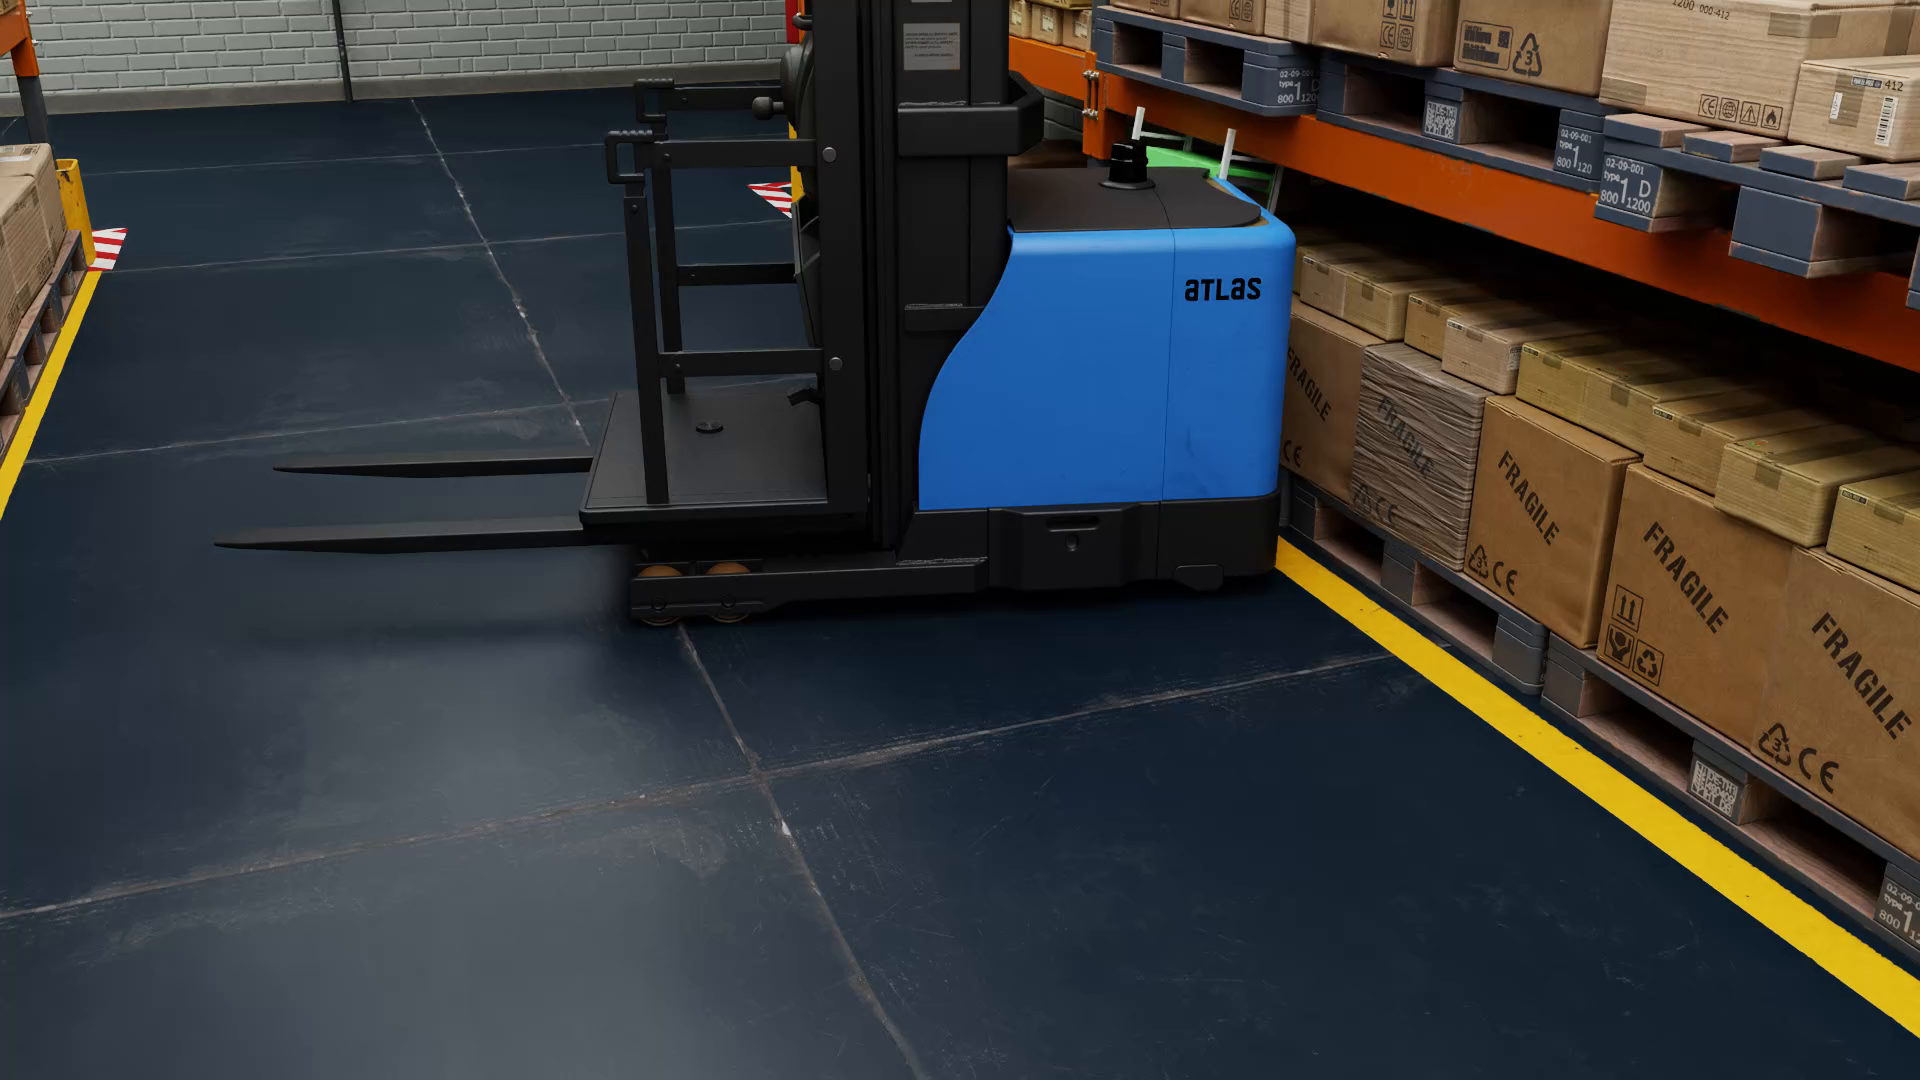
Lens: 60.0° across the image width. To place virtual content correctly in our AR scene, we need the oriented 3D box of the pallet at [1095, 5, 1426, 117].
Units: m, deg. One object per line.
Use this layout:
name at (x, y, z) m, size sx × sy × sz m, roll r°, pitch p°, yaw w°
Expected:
pallet at (1.145, -1.602, 5.435) m, size 1.003 × 0.211 × 1.213 m, roll -8°, pitch 24°, yaw -19°

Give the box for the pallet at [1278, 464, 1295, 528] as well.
pallet at (1.288, -0.420, 5.975) m, size 1.003 × 0.211 × 1.213 m, roll -8°, pitch 24°, yaw -19°

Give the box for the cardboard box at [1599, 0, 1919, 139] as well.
cardboard box at (1.703, -1.005, 3.426) m, size 0.500 × 0.250 × 0.500 m, roll -10°, pitch 25°, yaw -21°

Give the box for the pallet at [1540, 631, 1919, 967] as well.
pallet at (2.150, 0.466, 3.872) m, size 1.003 × 0.211 × 1.213 m, roll -8°, pitch 24°, yaw -19°

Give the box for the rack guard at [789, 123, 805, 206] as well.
rack guard at (-0.421, -2.269, 9.991) m, size 1.175 × 0.500 × 0.348 m, roll -8°, pitch 24°, yaw -19°

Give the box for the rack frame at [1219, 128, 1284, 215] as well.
rack frame at (0.835, -0.699, 5.338) m, size 0.240 × 1.200 × 0.015 m, roll -2°, pitch 21°, yaw -31°

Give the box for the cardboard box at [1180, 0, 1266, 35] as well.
cardboard box at (1.110, -1.840, 5.085) m, size 0.700 × 0.500 × 0.500 m, roll -8°, pitch 24°, yaw -18°

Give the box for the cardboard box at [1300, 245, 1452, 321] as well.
cardboard box at (1.277, -0.794, 5.114) m, size 0.380 × 0.149 × 0.250 m, roll -8°, pitch 24°, yaw -19°

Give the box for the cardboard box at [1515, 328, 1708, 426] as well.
cardboard box at (1.650, -0.417, 4.219) m, size 0.380 × 0.149 × 0.250 m, roll -9°, pitch 24°, yaw -20°

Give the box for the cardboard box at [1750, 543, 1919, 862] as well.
cardboard box at (2.028, 0.292, 3.373) m, size 0.500 × 0.500 × 0.500 m, roll -8°, pitch 24°, yaw -17°

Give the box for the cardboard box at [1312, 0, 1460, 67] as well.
cardboard box at (1.387, -1.555, 4.409) m, size 0.700 × 0.500 × 0.500 m, roll -8°, pitch 24°, yaw -19°

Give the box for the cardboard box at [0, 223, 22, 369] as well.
cardboard box at (-4.115, -0.894, 6.267) m, size 0.875 × 0.438 × 0.875 m, roll -9°, pitch 25°, yaw -21°

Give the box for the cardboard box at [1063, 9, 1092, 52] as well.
cardboard box at (0.616, -1.961, 6.364) m, size 0.380 × 0.149 × 0.250 m, roll -8°, pitch 24°, yaw -18°

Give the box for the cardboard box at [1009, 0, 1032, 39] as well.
cardboard box at (0.390, -2.144, 6.797) m, size 0.380 × 0.149 × 0.250 m, roll -8°, pitch 24°, yaw -18°

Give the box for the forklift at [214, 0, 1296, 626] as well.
forklift at (-0.619, -1.325, 4.620) m, size 3.031 × 2.935 × 1.130 m, roll -2°, pitch 23°, yaw -6°

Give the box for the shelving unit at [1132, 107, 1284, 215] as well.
shelving unit at (0.717, -0.784, 5.534) m, size 0.258 × 1.200 × 0.503 m, roll -2°, pitch 21°, yaw -31°

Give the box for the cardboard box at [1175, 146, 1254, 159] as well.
cardboard box at (0.900, -1.315, 5.966) m, size 0.380 × 0.149 × 0.250 m, roll -9°, pitch 24°, yaw -20°

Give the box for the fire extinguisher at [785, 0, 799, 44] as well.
fire extinguisher at (-0.932, -3.231, 9.635) m, size 0.296 × 0.674 × 0.183 m, roll -8°, pitch 24°, yaw -19°

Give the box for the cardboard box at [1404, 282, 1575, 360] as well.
cardboard box at (1.486, -0.609, 4.676) m, size 0.380 × 0.149 × 0.250 m, roll -8°, pitch 24°, yaw -19°

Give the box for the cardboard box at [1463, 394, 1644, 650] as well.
cardboard box at (1.673, -0.081, 4.258) m, size 0.500 × 0.500 × 0.500 m, roll -7°, pitch 24°, yaw -17°

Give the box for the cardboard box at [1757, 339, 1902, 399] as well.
cardboard box at (2.245, -0.406, 4.194) m, size 0.380 × 0.149 × 0.250 m, roll -10°, pitch 25°, yaw -21°

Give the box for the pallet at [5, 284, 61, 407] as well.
pallet at (-4.307, -0.759, 6.779) m, size 1.003 × 0.211 × 1.213 m, roll -8°, pitch 24°, yaw -19°

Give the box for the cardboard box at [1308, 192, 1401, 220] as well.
cardboard box at (1.463, -1.147, 5.952) m, size 0.380 × 0.149 × 0.250 m, roll -8°, pitch 24°, yaw -19°

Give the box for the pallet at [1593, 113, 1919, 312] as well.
pallet at (2.073, -0.690, 3.273) m, size 1.213 × 0.211 × 1.003 m, roll -8°, pitch 24°, yaw -19°

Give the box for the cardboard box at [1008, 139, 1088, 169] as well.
cardboard box at (0.312, -1.562, 7.772) m, size 0.700 × 0.500 × 0.500 m, roll -9°, pitch 25°, yaw -21°

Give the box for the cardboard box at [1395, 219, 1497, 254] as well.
cardboard box at (1.672, -0.970, 5.533) m, size 0.380 × 0.149 × 0.250 m, roll -10°, pitch 25°, yaw -22°

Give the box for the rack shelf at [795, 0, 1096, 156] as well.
rack shelf at (0.259, -2.391, 7.986) m, size 1.077 × 0.370 × 4.000 m, roll -8°, pitch 24°, yaw -19°

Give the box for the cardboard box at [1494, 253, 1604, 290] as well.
cardboard box at (1.862, -0.777, 5.075) m, size 0.380 × 0.149 × 0.250 m, roll -8°, pitch 24°, yaw -18°

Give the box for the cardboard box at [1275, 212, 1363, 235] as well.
cardboard box at (1.115, -0.987, 5.573) m, size 0.380 × 0.149 × 0.250 m, roll -10°, pitch 25°, yaw -22°

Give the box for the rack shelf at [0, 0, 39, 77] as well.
rack shelf at (-4.384, -1.708, 6.367) m, size 1.077 × 0.370 × 4.000 m, roll -8°, pitch 24°, yaw -19°

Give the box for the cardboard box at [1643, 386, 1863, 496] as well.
cardboard box at (1.790, -0.224, 3.762) m, size 0.380 × 0.149 × 0.250 m, roll -9°, pitch 25°, yaw -21°

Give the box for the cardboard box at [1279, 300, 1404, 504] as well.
cardboard box at (1.295, -0.456, 5.149) m, size 0.500 × 0.500 × 0.500 m, roll -9°, pitch 25°, yaw -21°

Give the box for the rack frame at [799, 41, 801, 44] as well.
rack frame at (-0.448, -3.449, 9.571) m, size 1.000 × 3.000 × 0.127 m, roll -8°, pitch 24°, yaw -19°

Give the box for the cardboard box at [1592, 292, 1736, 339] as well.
cardboard box at (1.979, -0.577, 4.600) m, size 0.380 × 0.149 × 0.250 m, roll -8°, pitch 24°, yaw -19°

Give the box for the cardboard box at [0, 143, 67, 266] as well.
cardboard box at (-4.763, -1.553, 7.831) m, size 0.875 × 0.438 × 0.875 m, roll -9°, pitch 25°, yaw -21°

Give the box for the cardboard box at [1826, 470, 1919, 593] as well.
cardboard box at (1.967, -0.027, 3.295) m, size 0.380 × 0.149 × 0.250 m, roll -10°, pitch 25°, yaw -22°
